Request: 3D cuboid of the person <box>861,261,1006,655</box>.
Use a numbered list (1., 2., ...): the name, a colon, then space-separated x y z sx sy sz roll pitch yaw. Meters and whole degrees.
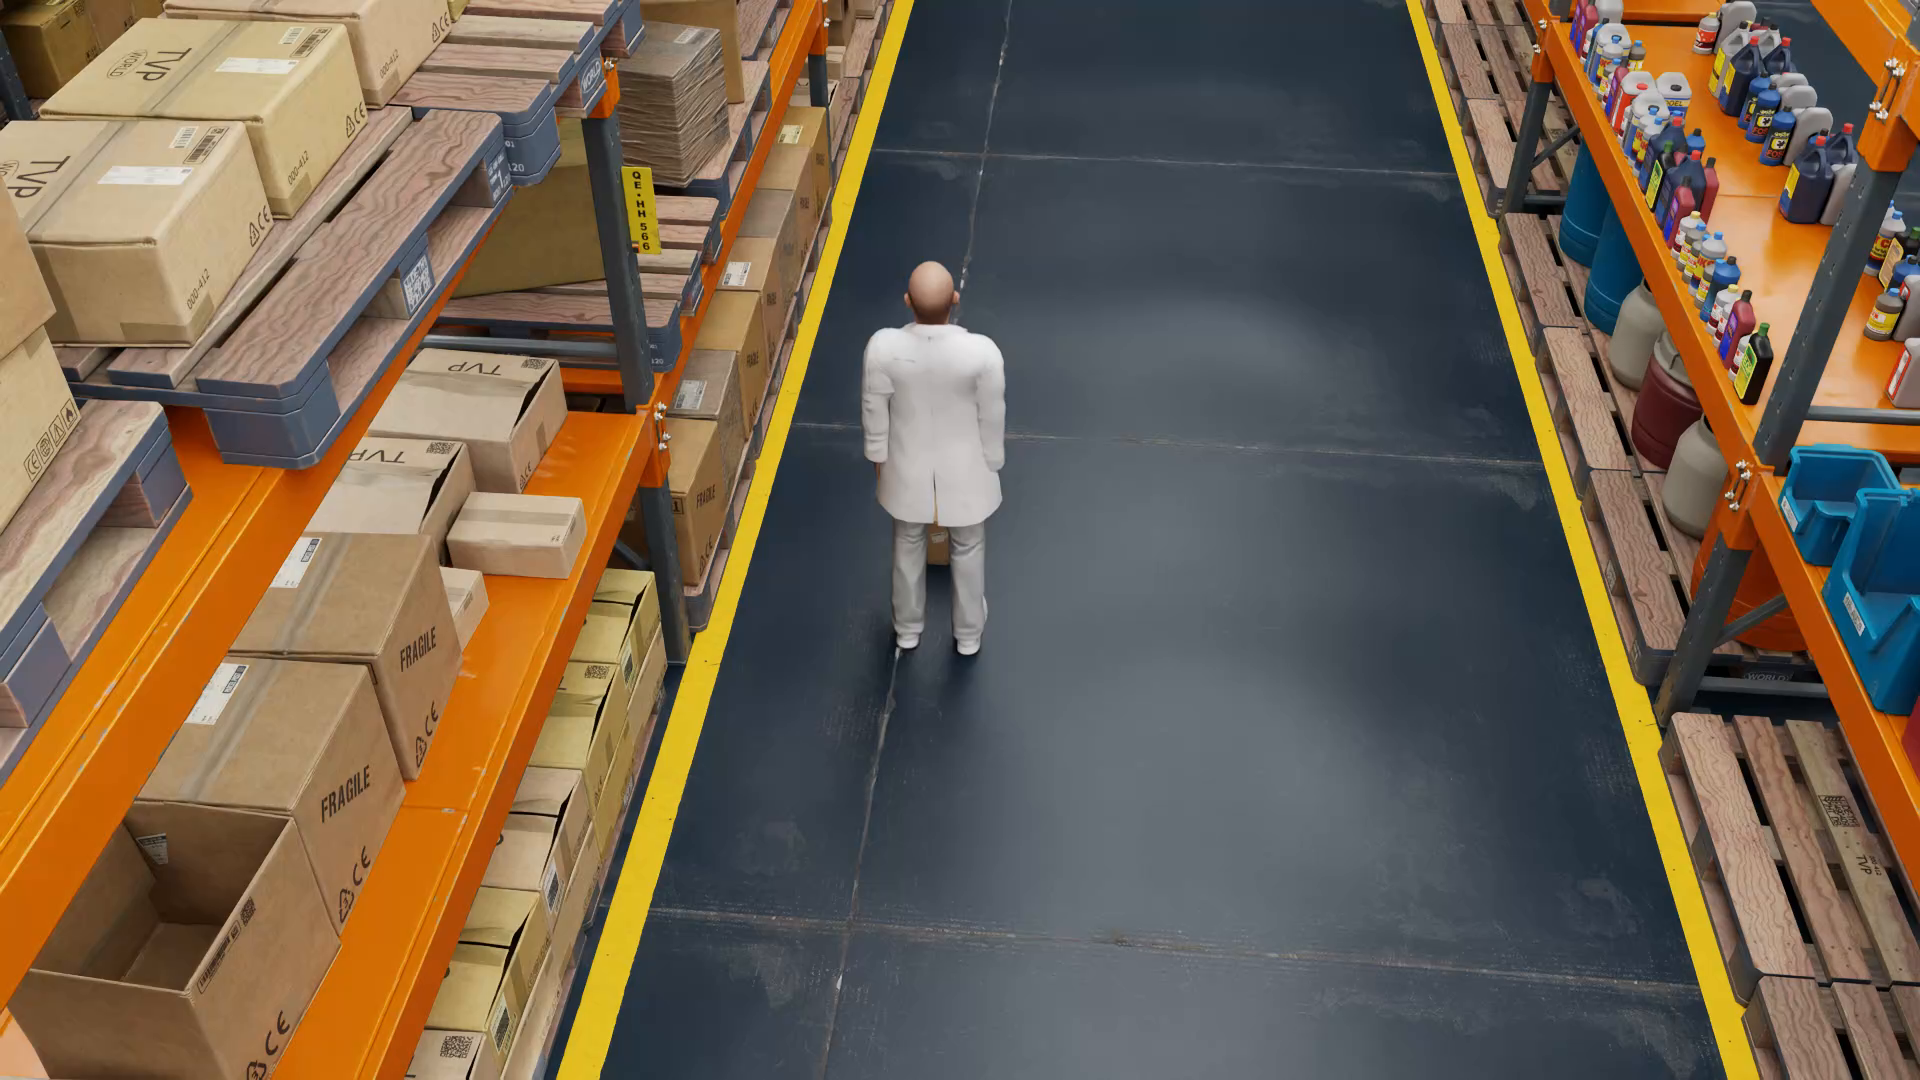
1. person: -0.100 -0.324 6.561 0.561 1.780 0.385 4 40 5
